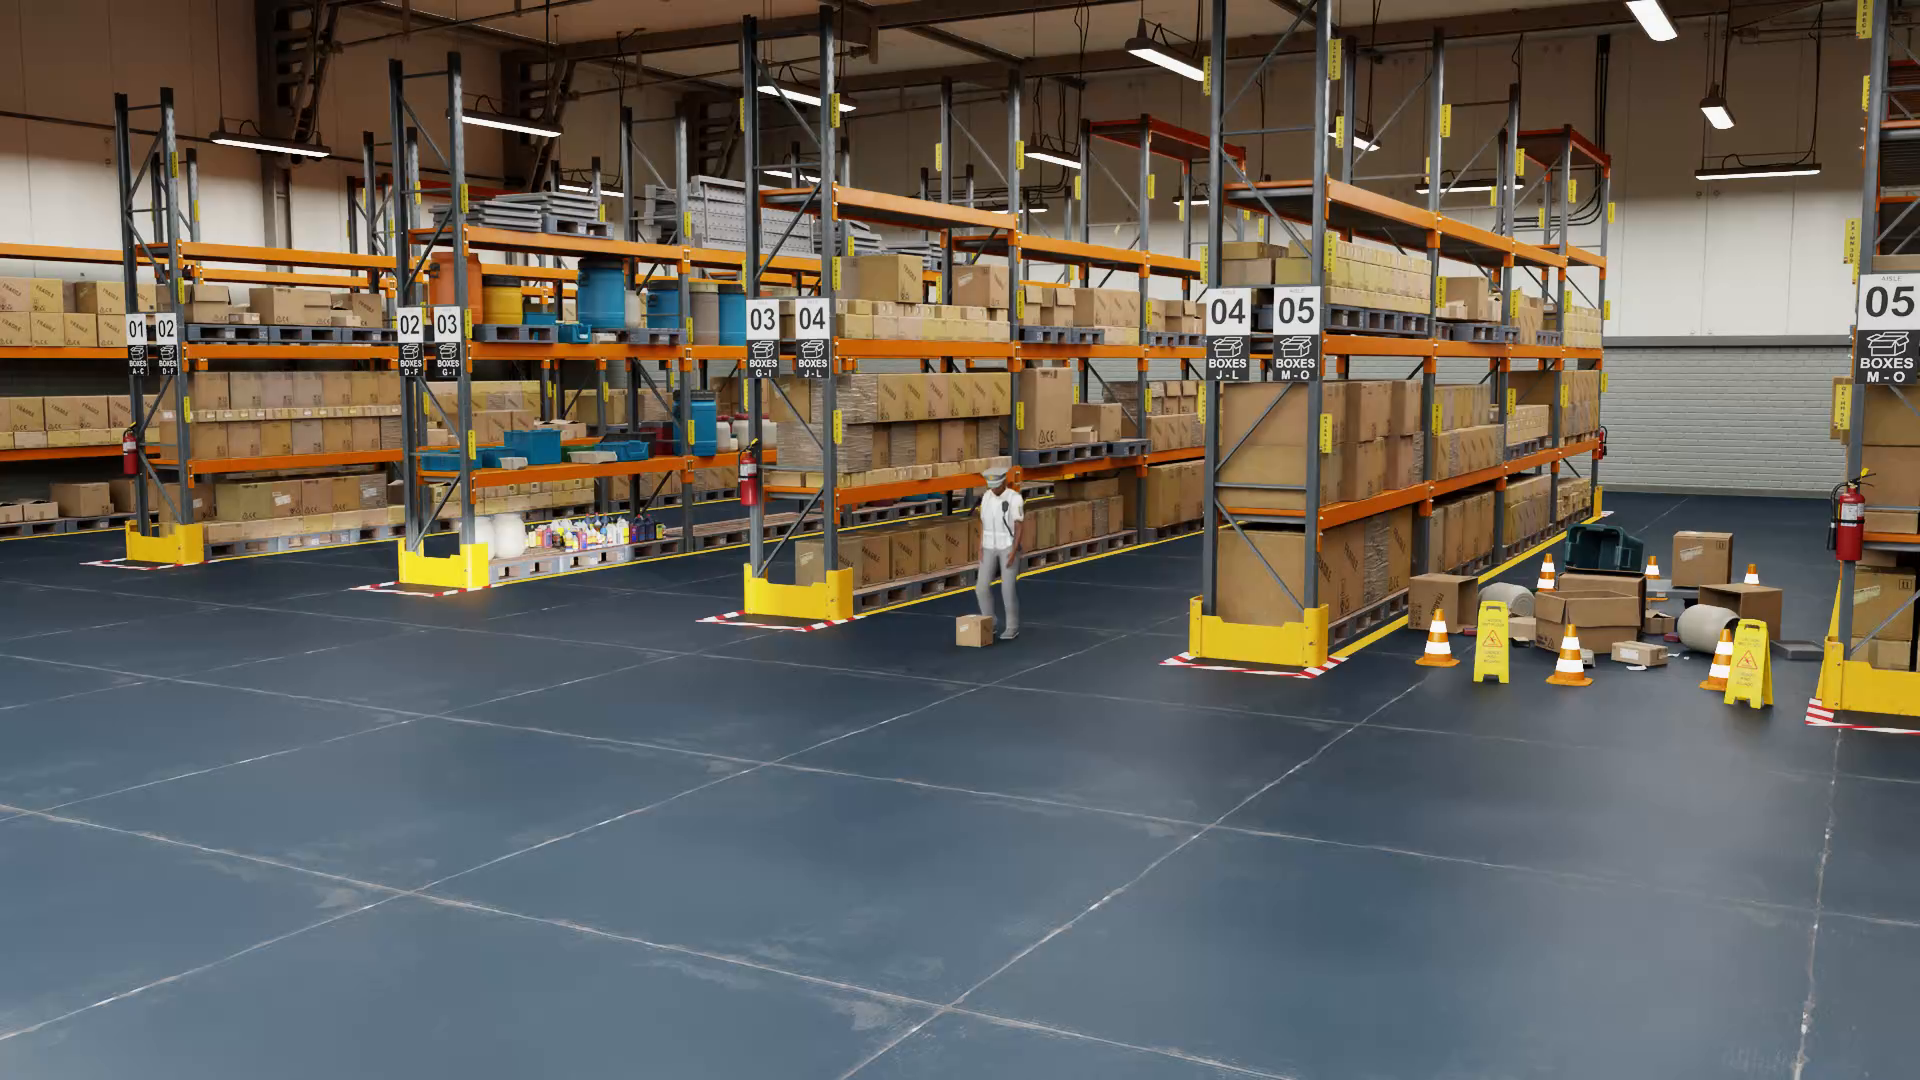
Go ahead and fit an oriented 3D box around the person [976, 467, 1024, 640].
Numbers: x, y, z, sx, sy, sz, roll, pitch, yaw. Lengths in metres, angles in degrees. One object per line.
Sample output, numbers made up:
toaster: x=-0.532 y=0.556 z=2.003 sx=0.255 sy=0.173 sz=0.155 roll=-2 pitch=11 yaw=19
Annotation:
person: x=0.382 y=0.119 z=15.544 sx=0.461 sy=1.614 sz=0.460 roll=4 pitch=7 yaw=30
